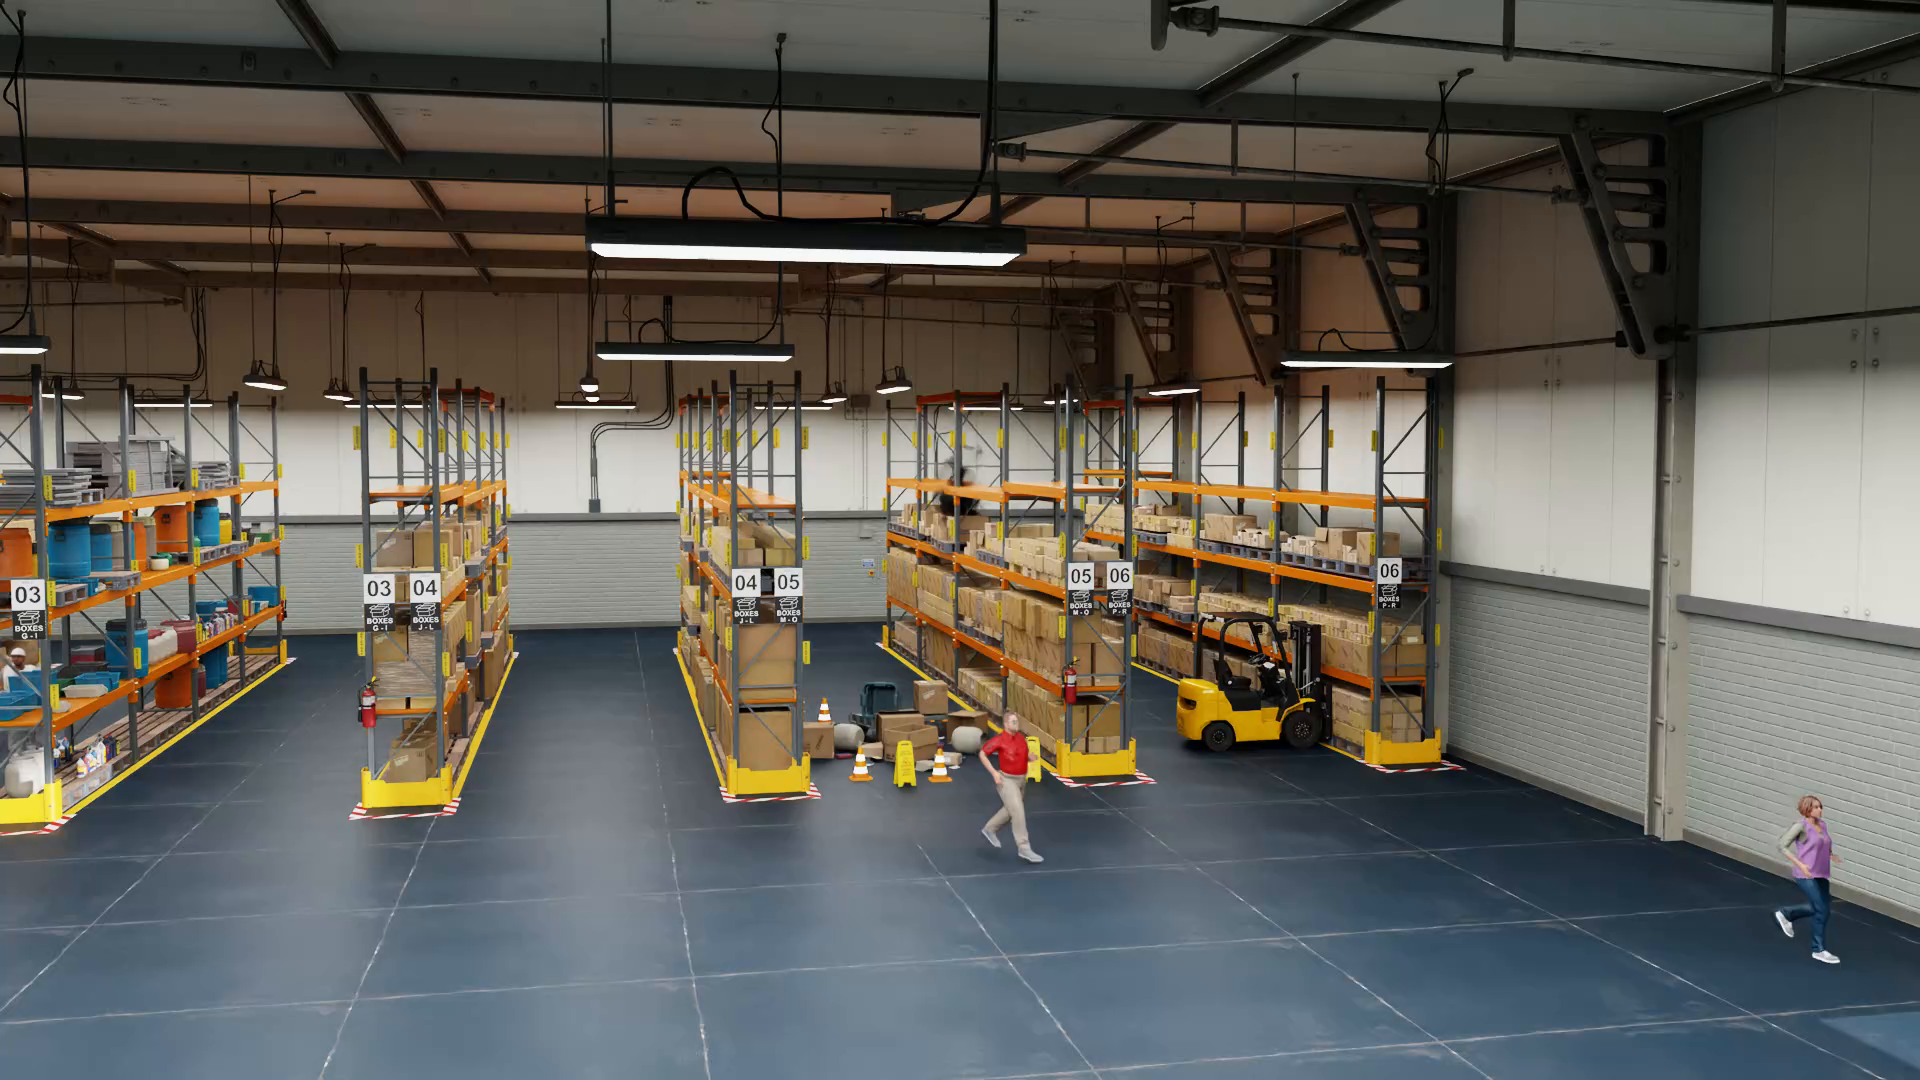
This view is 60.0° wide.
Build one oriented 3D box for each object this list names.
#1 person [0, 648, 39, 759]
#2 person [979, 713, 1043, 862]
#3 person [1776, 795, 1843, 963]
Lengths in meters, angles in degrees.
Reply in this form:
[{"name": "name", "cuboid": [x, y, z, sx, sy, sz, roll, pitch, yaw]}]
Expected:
[{"name": "person", "cuboid": [-14.575, 2.553, 25.785, 0.698, 1.772, 0.892, -1, 4, -19]}, {"name": "person", "cuboid": [0.625, 2.930, 19.953, 0.964, 1.721, 0.661, 2, 4, 35]}, {"name": "person", "cuboid": [8.220, 3.257, 16.151, 0.532, 1.562, 0.743, -2, 4, -25]}]
